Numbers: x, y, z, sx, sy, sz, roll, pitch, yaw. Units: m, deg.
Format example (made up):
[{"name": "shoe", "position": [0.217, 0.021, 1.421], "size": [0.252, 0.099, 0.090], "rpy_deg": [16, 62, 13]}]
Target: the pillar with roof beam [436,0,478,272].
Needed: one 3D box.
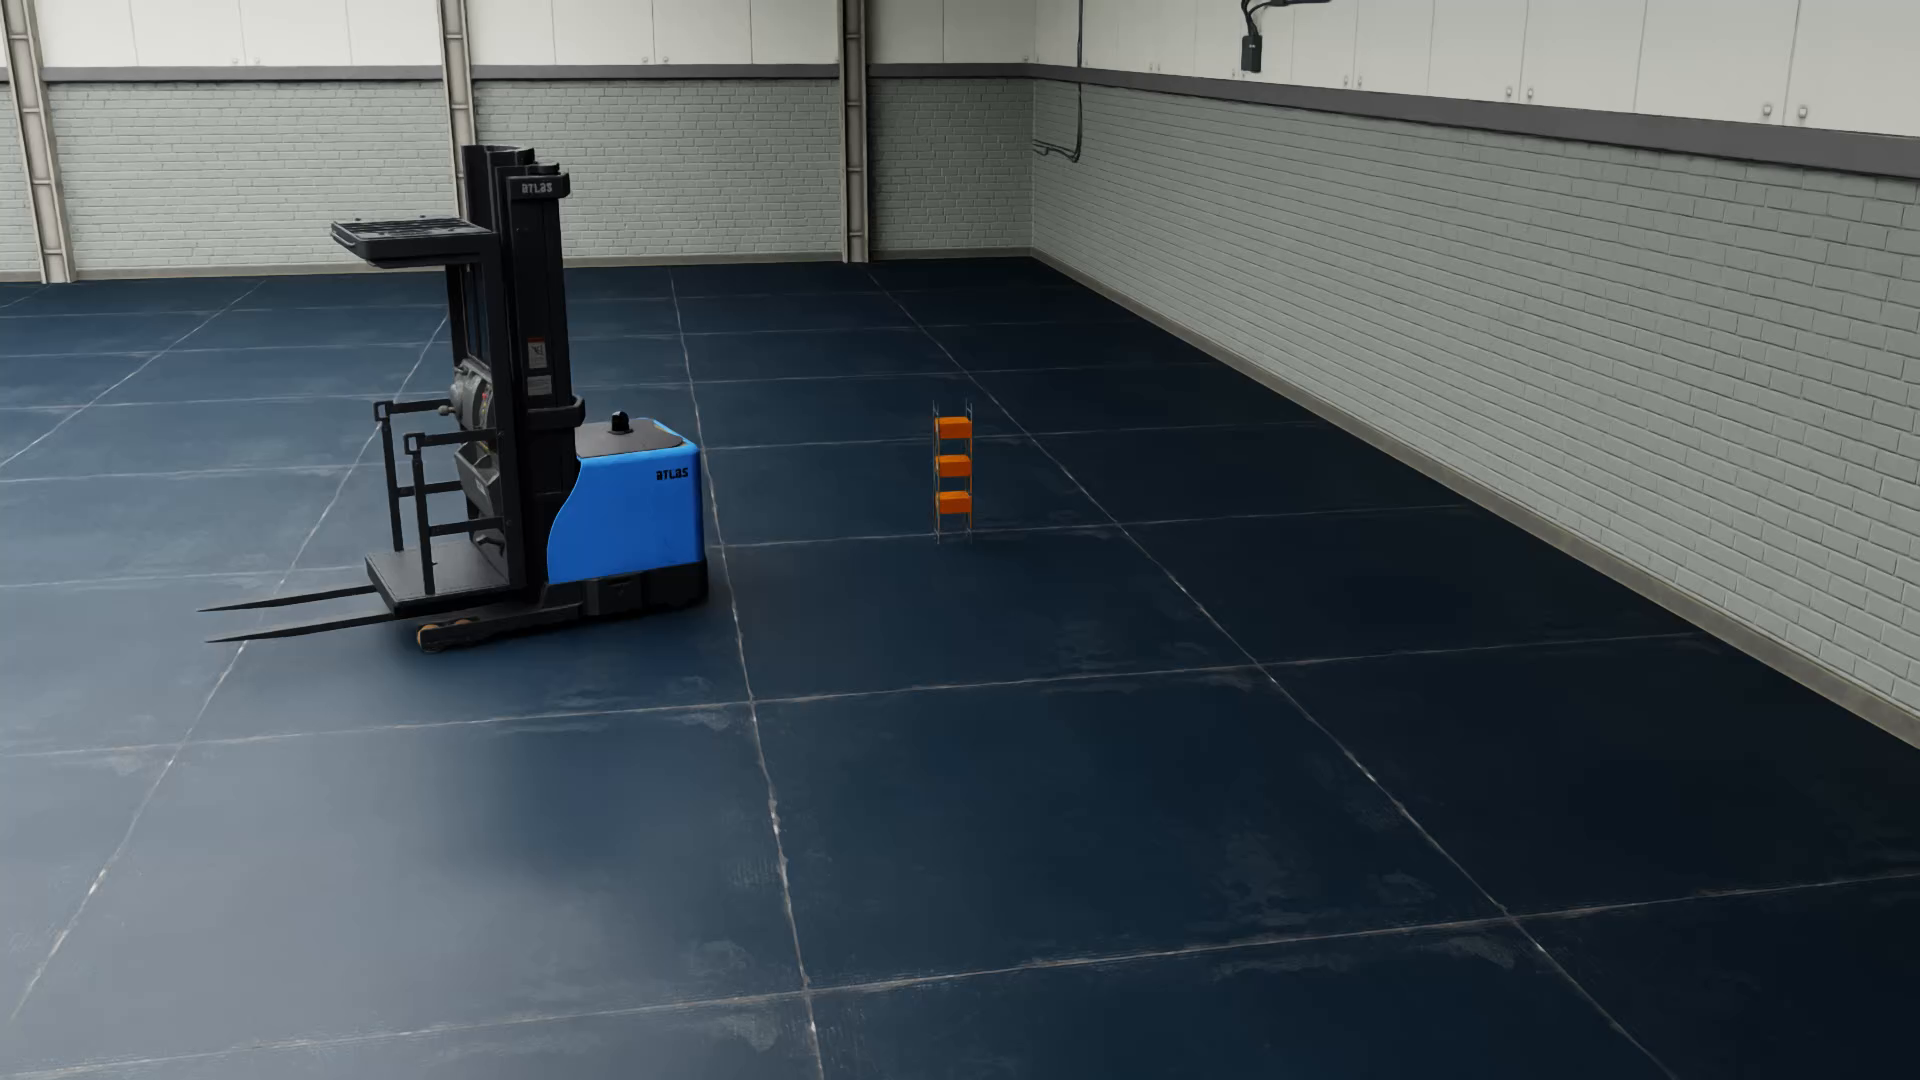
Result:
[{"name": "pillar with roof beam", "position": [-6.777, -7.265, 20.637], "size": [0.400, 9.000, 9.100], "rpy_deg": [-3, 17, -10]}]

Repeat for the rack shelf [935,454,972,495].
[{"name": "rack shelf", "position": [-0.053, -0.489, 12.151], "size": [0.240, 0.259, 0.215], "rpy_deg": [-3, 17, -10]}]

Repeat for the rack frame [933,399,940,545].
[{"name": "rack frame", "position": [-0.172, -0.492, 12.126], "size": [0.008, 1.050, 0.200], "rpy_deg": [-3, 17, -10]}]

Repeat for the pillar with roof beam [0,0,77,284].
[{"name": "pillar with roof beam", "position": [-12.668, -6.930, 19.549], "size": [0.400, 9.000, 9.100], "rpy_deg": [-3, 17, -10]}]

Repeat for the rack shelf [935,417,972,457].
[{"name": "rack shelf", "position": [-0.053, -0.760, 12.068], "size": [0.240, 0.259, 0.215], "rpy_deg": [-3, 17, -10]}]

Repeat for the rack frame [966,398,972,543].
[{"name": "rack frame", "position": [0.067, -0.506, 12.170], "size": [0.008, 1.050, 0.200], "rpy_deg": [-3, 17, -10]}]

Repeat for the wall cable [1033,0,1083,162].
[{"name": "wall cable", "position": [1.440, -7.138, 25.515], "size": [0.112, 2.526, 3.097], "rpy_deg": [-3, 17, -10]}]

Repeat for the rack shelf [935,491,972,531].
[{"name": "rack shelf", "position": [-0.053, -0.223, 12.233], "size": [0.240, 0.259, 0.215], "rpy_deg": [-3, 17, -10]}]

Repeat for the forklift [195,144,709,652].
[{"name": "forklift", "position": [-3.197, -0.896, 10.236], "size": [3.031, 2.935, 1.130], "rpy_deg": [-9, 19, -27]}]

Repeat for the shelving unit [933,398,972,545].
[{"name": "shelving unit", "position": [-0.053, -0.499, 12.148], "size": [0.252, 1.050, 0.215], "rpy_deg": [-3, 17, -10]}]

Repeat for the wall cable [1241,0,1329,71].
[{"name": "wall cable", "position": [3.226, -7.511, 15.646], "size": [0.169, 6.003, 2.305], "rpy_deg": [-3, 17, -10]}]

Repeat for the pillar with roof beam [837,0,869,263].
[{"name": "pillar with roof beam", "position": [-0.886, -7.599, 21.725], "size": [0.400, 9.000, 9.100], "rpy_deg": [-3, 17, -10]}]
